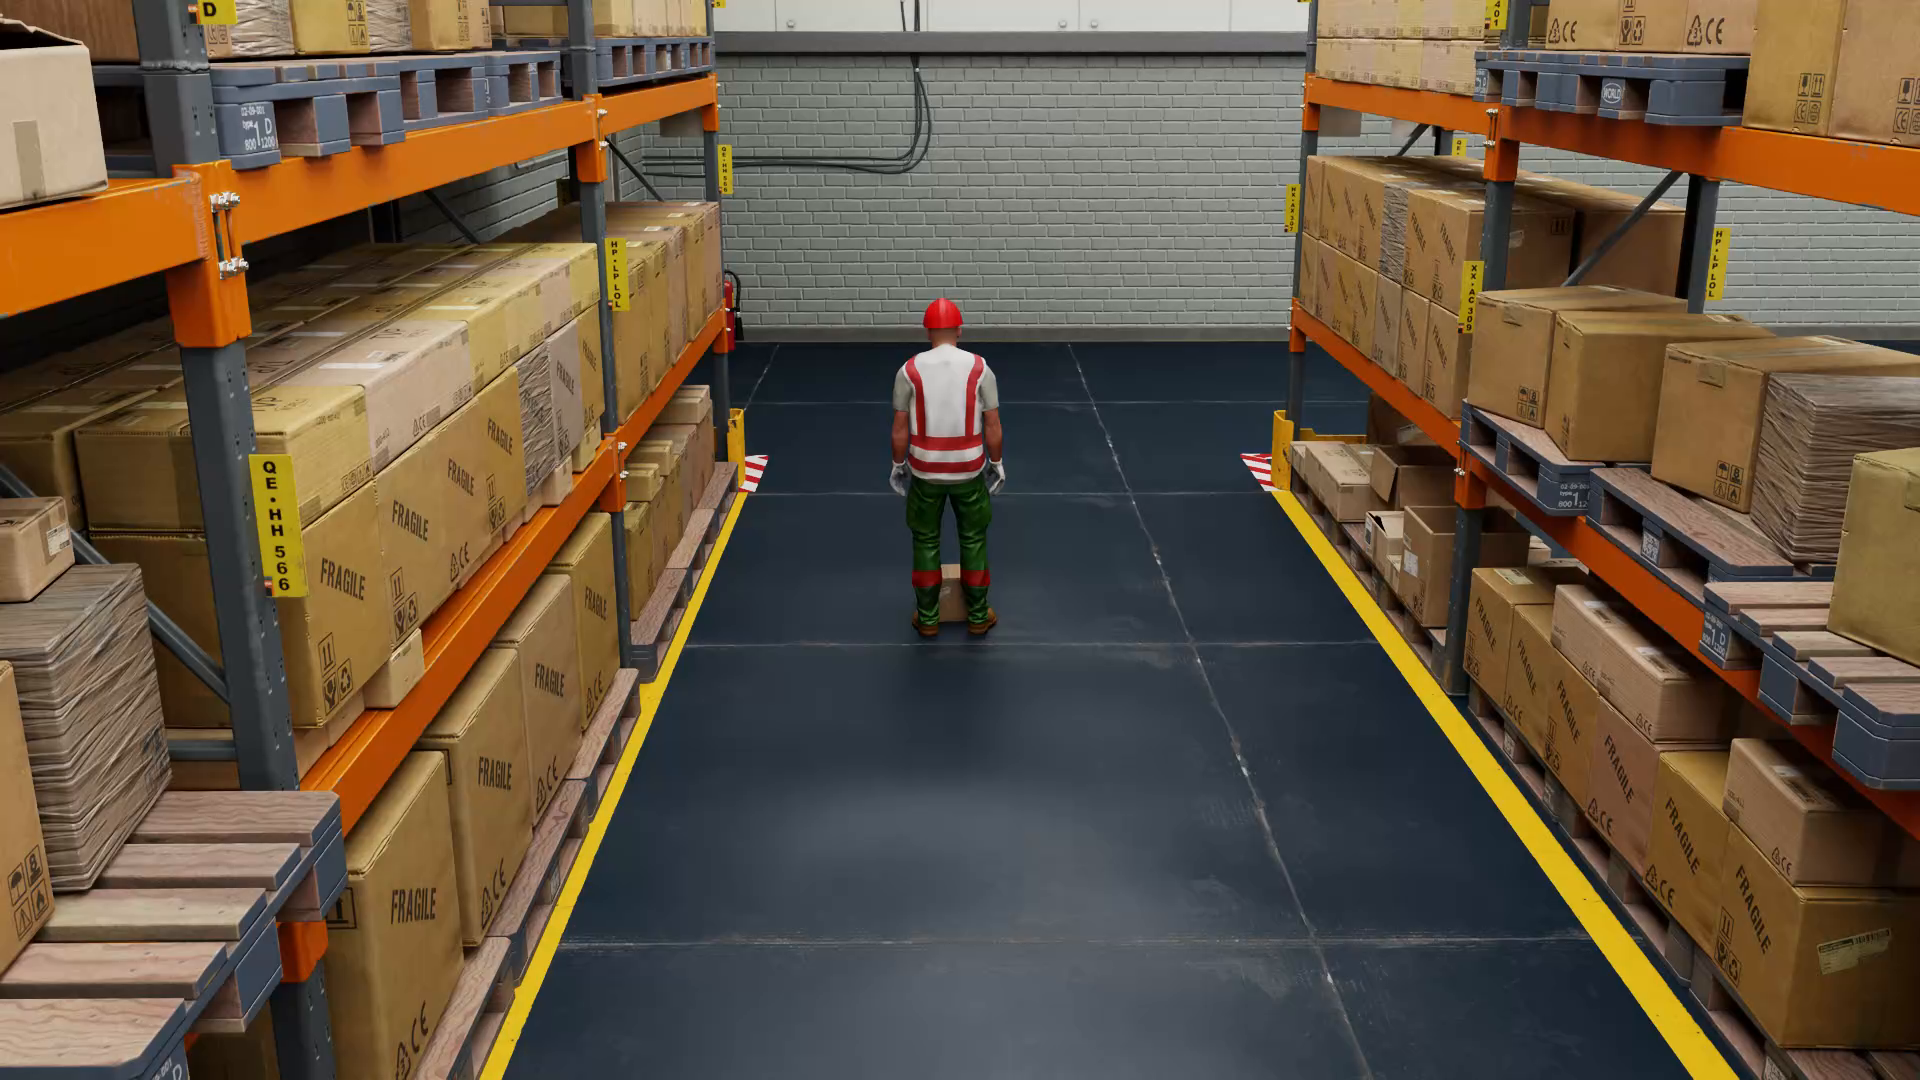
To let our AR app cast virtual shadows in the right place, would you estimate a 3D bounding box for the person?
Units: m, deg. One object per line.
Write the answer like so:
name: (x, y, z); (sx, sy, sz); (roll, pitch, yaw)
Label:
person: (-0.065, -0.371, 8.737); (0.606, 1.778, 0.452); (0, 17, -1)
